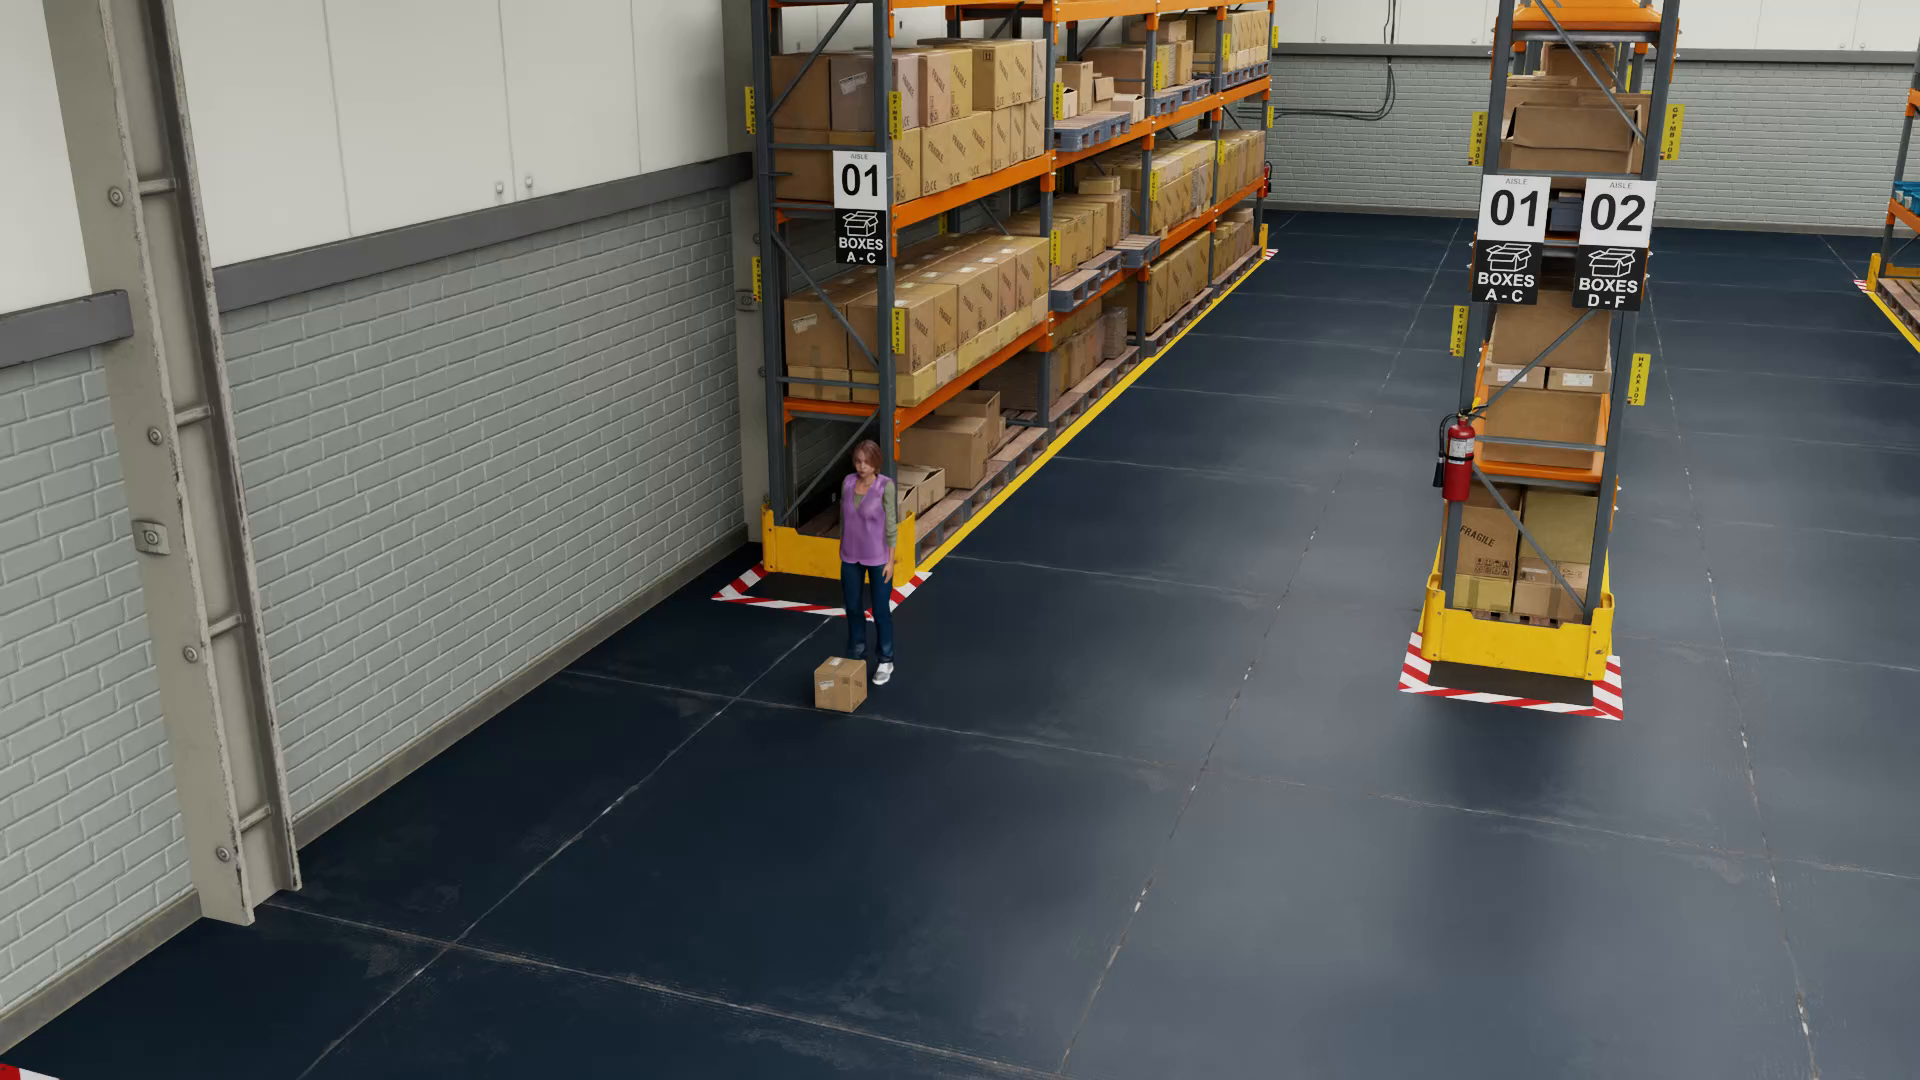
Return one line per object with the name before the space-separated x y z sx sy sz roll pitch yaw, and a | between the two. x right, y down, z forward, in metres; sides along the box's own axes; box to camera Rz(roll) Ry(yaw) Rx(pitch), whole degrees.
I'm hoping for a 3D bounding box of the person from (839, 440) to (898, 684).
person | -0.590 0.141 10.695 0.407 1.592 0.304 7 20 19
